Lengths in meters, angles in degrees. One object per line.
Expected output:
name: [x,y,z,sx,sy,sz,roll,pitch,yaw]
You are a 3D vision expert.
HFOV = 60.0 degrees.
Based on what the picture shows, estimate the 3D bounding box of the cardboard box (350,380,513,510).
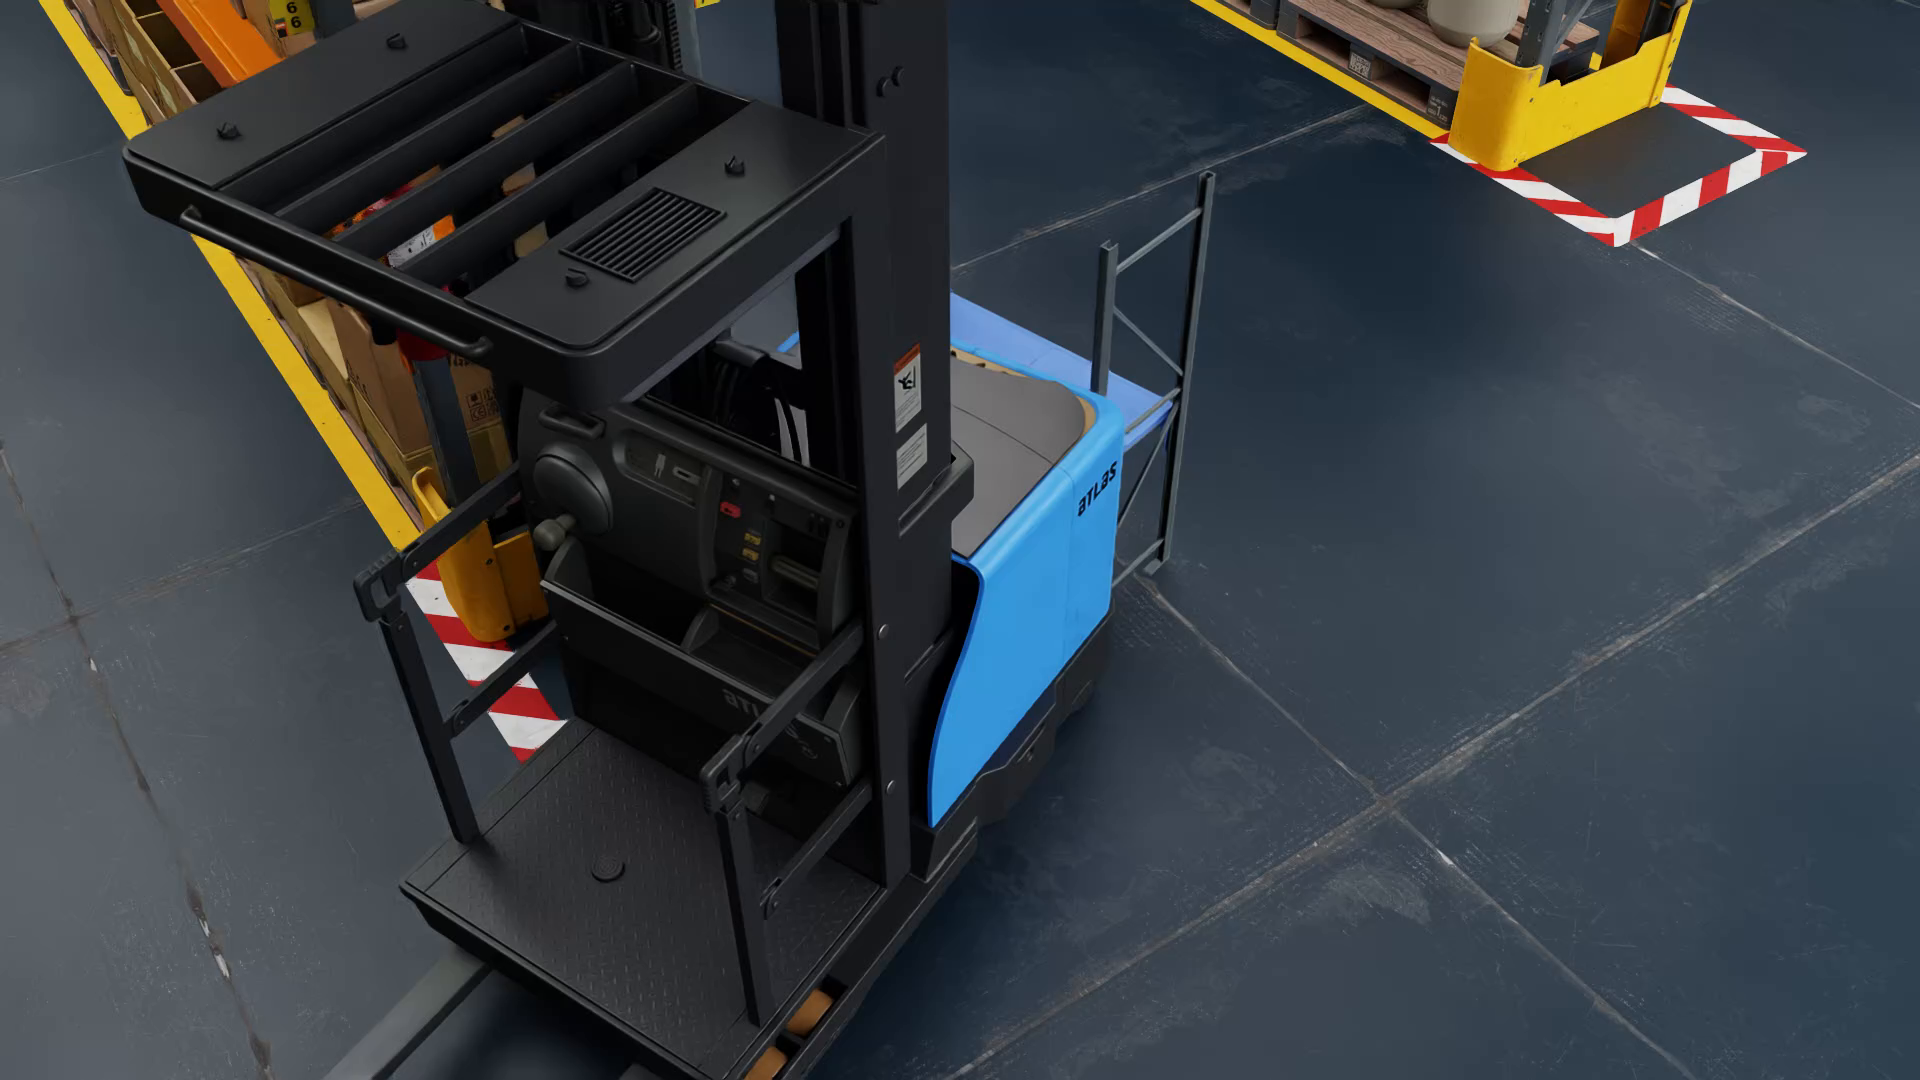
cardboard box: [-1.733,-0.419,5.704,0.500,0.250,0.500,-26,49,-24]

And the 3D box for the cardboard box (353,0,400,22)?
cardboard box: [-1.559,-1.487,4.593,0.380,0.149,0.250,-27,50,-25]

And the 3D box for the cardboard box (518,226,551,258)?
cardboard box: [-1.596,-1.178,5.955,0.500,0.500,0.500,-26,49,-24]

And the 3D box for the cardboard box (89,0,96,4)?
cardboard box: [-3.939,-2.817,7.809,0.500,0.311,0.500,-26,49,-24]

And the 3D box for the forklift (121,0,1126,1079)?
forklift: [-0.750,0.014,3.613,1.130,2.935,3.031,24,49,23]

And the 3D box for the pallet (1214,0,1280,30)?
pallet: [1.645,-3.198,8.947,1.003,0.211,1.213,-26,49,-24]

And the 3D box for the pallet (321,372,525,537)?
pallet: [-1.656,-0.483,6.103,1.003,0.211,1.213,-26,49,-24]

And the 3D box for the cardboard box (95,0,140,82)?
cardboard box: [-3.464,-2.383,7.218,0.500,0.500,0.500,-26,49,-24]

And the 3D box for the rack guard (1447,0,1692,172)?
rack guard: [2.799,-2.150,7.640,1.175,0.500,0.348,-26,49,-24]

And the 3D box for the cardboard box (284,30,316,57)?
cardboard box: [-1.745,-1.676,5.261,0.700,0.500,0.500,-24,49,-23]

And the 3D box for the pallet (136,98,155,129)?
pallet: [-3.051,-1.865,7.551,1.003,0.211,1.213,-26,49,-24]

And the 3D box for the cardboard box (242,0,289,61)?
cardboard box: [-2.024,-1.960,5.558,0.700,0.500,0.500,-25,49,-24]

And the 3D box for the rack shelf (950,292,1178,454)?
rack shelf: [0.156,-0.455,5.401,1.000,0.185,0.538,31,51,28]

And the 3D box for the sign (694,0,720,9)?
sign: [-0.725,-1.633,4.604,0.100,0.325,0.005,-26,49,-24]

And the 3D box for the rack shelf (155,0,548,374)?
rack shelf: [-2.328,-1.948,6.139,1.077,0.370,4.000,-26,49,-24]

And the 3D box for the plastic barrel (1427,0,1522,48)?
plastic barrel: [2.442,-2.624,7.824,0.421,0.512,0.421,0,44,0]

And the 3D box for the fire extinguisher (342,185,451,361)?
fire extinguisher: [-1.497,-0.797,4.468,0.296,0.674,0.183,-26,49,-24]

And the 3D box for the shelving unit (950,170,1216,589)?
shelving unit: [0.156,-0.585,5.277,1.048,1.500,0.538,31,51,28]

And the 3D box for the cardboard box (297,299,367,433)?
cardboard box: [-2.029,-0.698,5.996,0.500,0.250,0.500,-26,49,-24]

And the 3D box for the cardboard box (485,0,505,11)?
cardboard box: [-1.232,-1.653,4.767,0.380,0.149,0.250,-26,49,-25]

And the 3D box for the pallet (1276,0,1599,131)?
pallet: [2.339,-2.508,8.224,1.003,0.211,1.213,-26,49,-24]

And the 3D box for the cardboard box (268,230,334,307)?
cardboard box: [-2.319,-1.250,6.032,0.500,0.500,0.500,-26,49,-24]

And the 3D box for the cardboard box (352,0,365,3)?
cardboard box: [-1.471,-1.880,4.535,0.700,0.500,0.500,-26,49,-24]

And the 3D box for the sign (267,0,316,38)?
sign: [-1.637,-1.373,4.006,0.100,0.325,0.005,-26,49,-24]

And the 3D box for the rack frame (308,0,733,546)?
rack frame: [-1.184,-1.075,4.704,1.000,3.000,0.127,-26,49,-24]

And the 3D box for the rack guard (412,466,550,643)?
rack guard: [-1.170,-0.157,5.553,1.175,0.500,0.348,-26,49,-24]

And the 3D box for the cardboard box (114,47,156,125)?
cardboard box: [-3.455,-2.115,7.481,0.500,0.250,0.500,-26,49,-24]

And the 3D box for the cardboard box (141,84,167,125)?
cardboard box: [-3.174,-1.830,7.182,0.500,0.250,0.500,-26,49,-24]

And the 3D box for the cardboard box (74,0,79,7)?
cardboard box: [-4.235,-2.905,8.308,0.500,0.250,0.500,-26,50,-25]

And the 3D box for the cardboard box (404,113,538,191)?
cardboard box: [-1.440,-1.381,4.952,0.700,0.500,0.500,-26,49,-24]

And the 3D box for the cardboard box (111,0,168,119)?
cardboard box: [-3.171,-2.103,6.924,0.500,0.500,0.500,-26,49,-24]

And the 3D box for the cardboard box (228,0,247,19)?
cardboard box: [-2.328,-2.256,5.869,0.700,0.500,0.500,-24,49,-23]

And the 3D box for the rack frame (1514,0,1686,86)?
rack frame: [2.881,-3.030,6.751,1.000,3.000,0.127,-26,49,-24]

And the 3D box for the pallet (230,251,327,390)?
pallet: [-2.349,-1.173,6.826,1.003,0.211,1.213,-26,49,-24]

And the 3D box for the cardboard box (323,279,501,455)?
cardboard box: [-1.735,-0.690,5.444,0.500,0.500,0.500,-26,49,-24]

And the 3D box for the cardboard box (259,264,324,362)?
cardboard box: [-2.316,-0.980,6.292,0.500,0.250,0.500,-26,49,-24]

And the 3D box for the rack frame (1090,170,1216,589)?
rack frame: [0.543,-0.357,5.038,0.032,1.500,0.500,31,51,28]

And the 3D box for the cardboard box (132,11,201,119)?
cardboard box: [-2.891,-1.817,6.625,0.500,0.500,0.500,-26,49,-24]

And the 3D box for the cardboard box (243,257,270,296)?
cardboard box: [-2.601,-1.264,6.589,0.500,0.250,0.500,-26,49,-24]

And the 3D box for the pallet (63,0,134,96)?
pallet: [-3.926,-2.734,8.461,1.003,0.211,1.213,-26,49,-24]

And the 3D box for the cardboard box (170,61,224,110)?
cardboard box: [-2.604,-1.534,6.329,0.500,0.500,0.500,-26,49,-24]

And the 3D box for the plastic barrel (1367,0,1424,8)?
plastic barrel: [2.155,-2.908,8.122,0.421,0.512,0.421,0,44,0]

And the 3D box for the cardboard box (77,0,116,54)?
cardboard box: [-3.947,-2.618,8.007,0.500,0.250,0.500,-26,50,-25]
